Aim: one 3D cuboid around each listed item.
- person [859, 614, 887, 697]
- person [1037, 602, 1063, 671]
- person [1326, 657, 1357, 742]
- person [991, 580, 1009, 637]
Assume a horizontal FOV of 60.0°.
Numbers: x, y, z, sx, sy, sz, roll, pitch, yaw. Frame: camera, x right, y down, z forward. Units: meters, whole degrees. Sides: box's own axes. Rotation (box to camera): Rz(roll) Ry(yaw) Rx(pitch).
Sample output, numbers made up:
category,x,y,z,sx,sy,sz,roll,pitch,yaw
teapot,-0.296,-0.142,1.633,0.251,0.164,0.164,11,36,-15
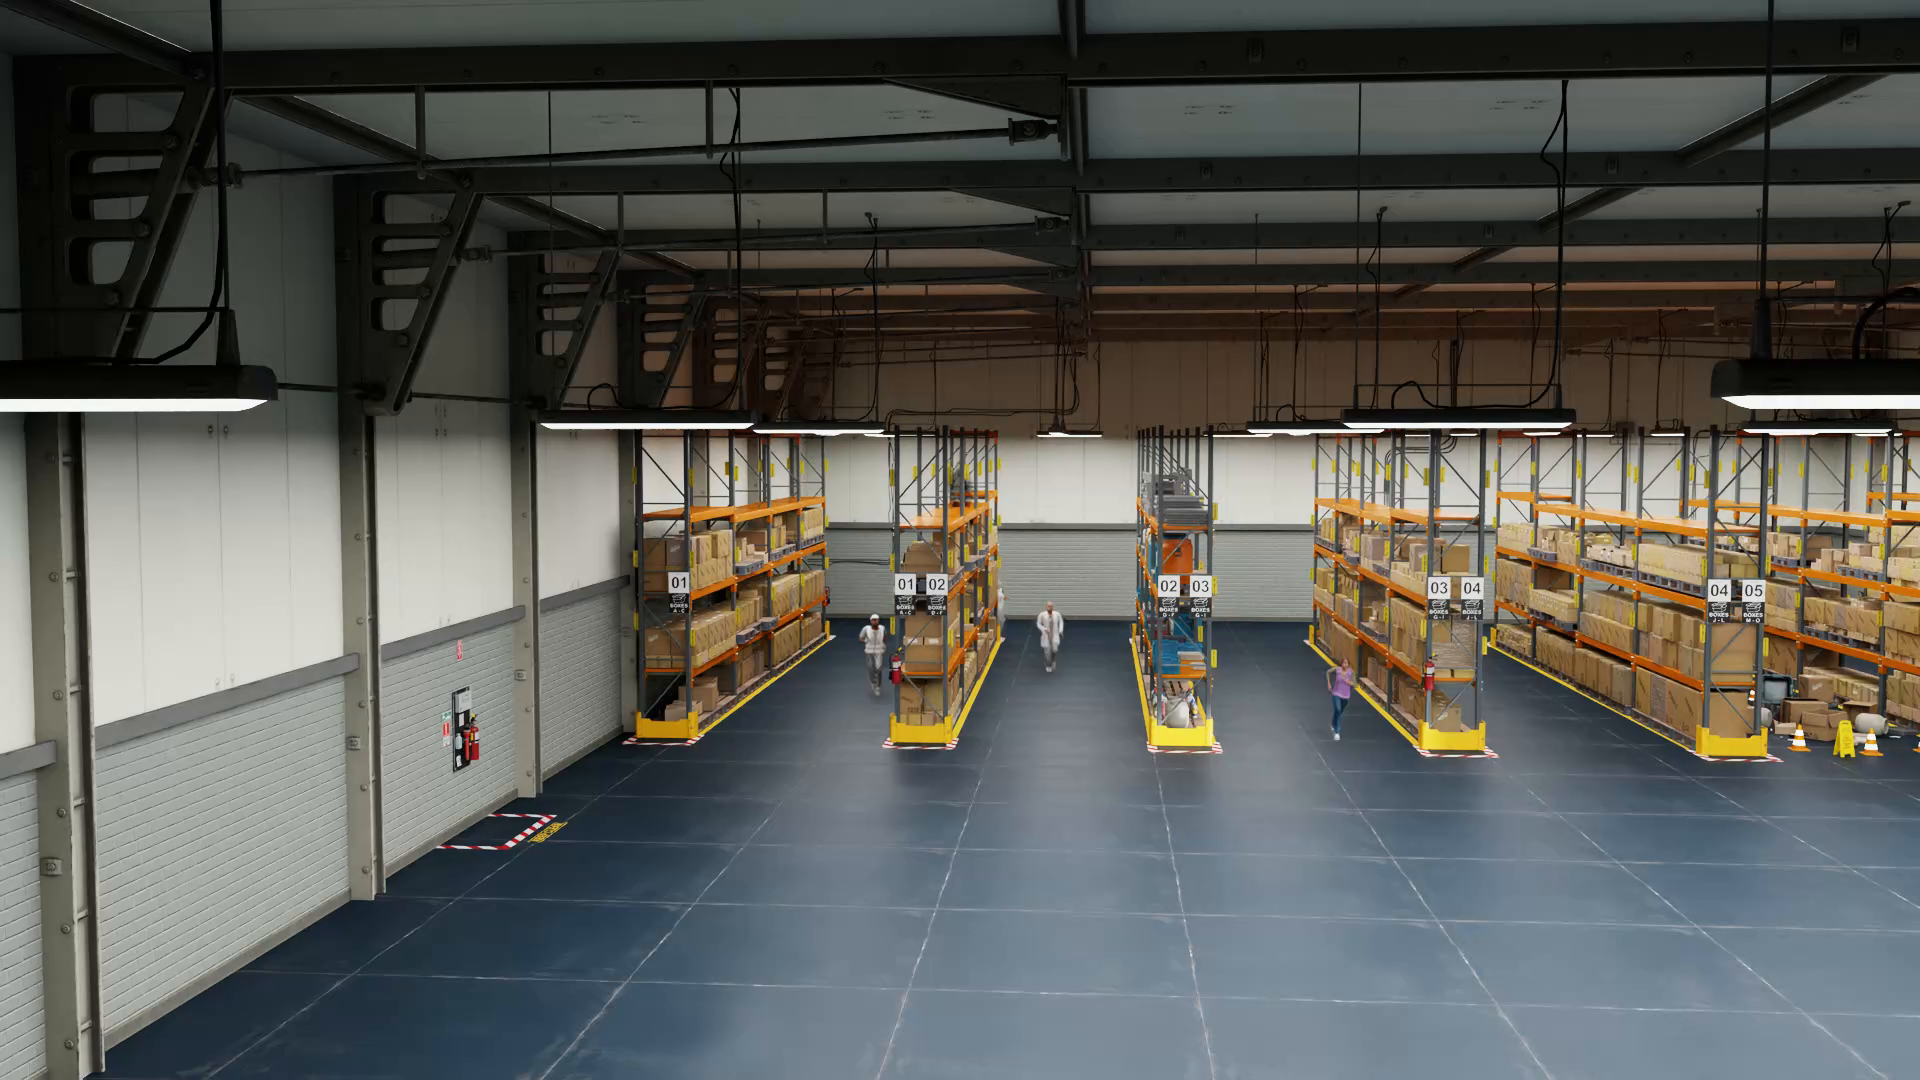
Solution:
category,x,y,z,sx,sy,sz,roll,pitch,yaw
person,-1.963,2.578,37.528,0.651,1.831,0.853,0,3,-4
person,2.232,2.389,41.025,0.690,1.733,0.716,0,3,-5
person,7.314,3.021,31.919,0.538,1.616,0.820,0,3,0
person,1.086,2.016,48.358,0.677,1.712,0.601,1,4,23
